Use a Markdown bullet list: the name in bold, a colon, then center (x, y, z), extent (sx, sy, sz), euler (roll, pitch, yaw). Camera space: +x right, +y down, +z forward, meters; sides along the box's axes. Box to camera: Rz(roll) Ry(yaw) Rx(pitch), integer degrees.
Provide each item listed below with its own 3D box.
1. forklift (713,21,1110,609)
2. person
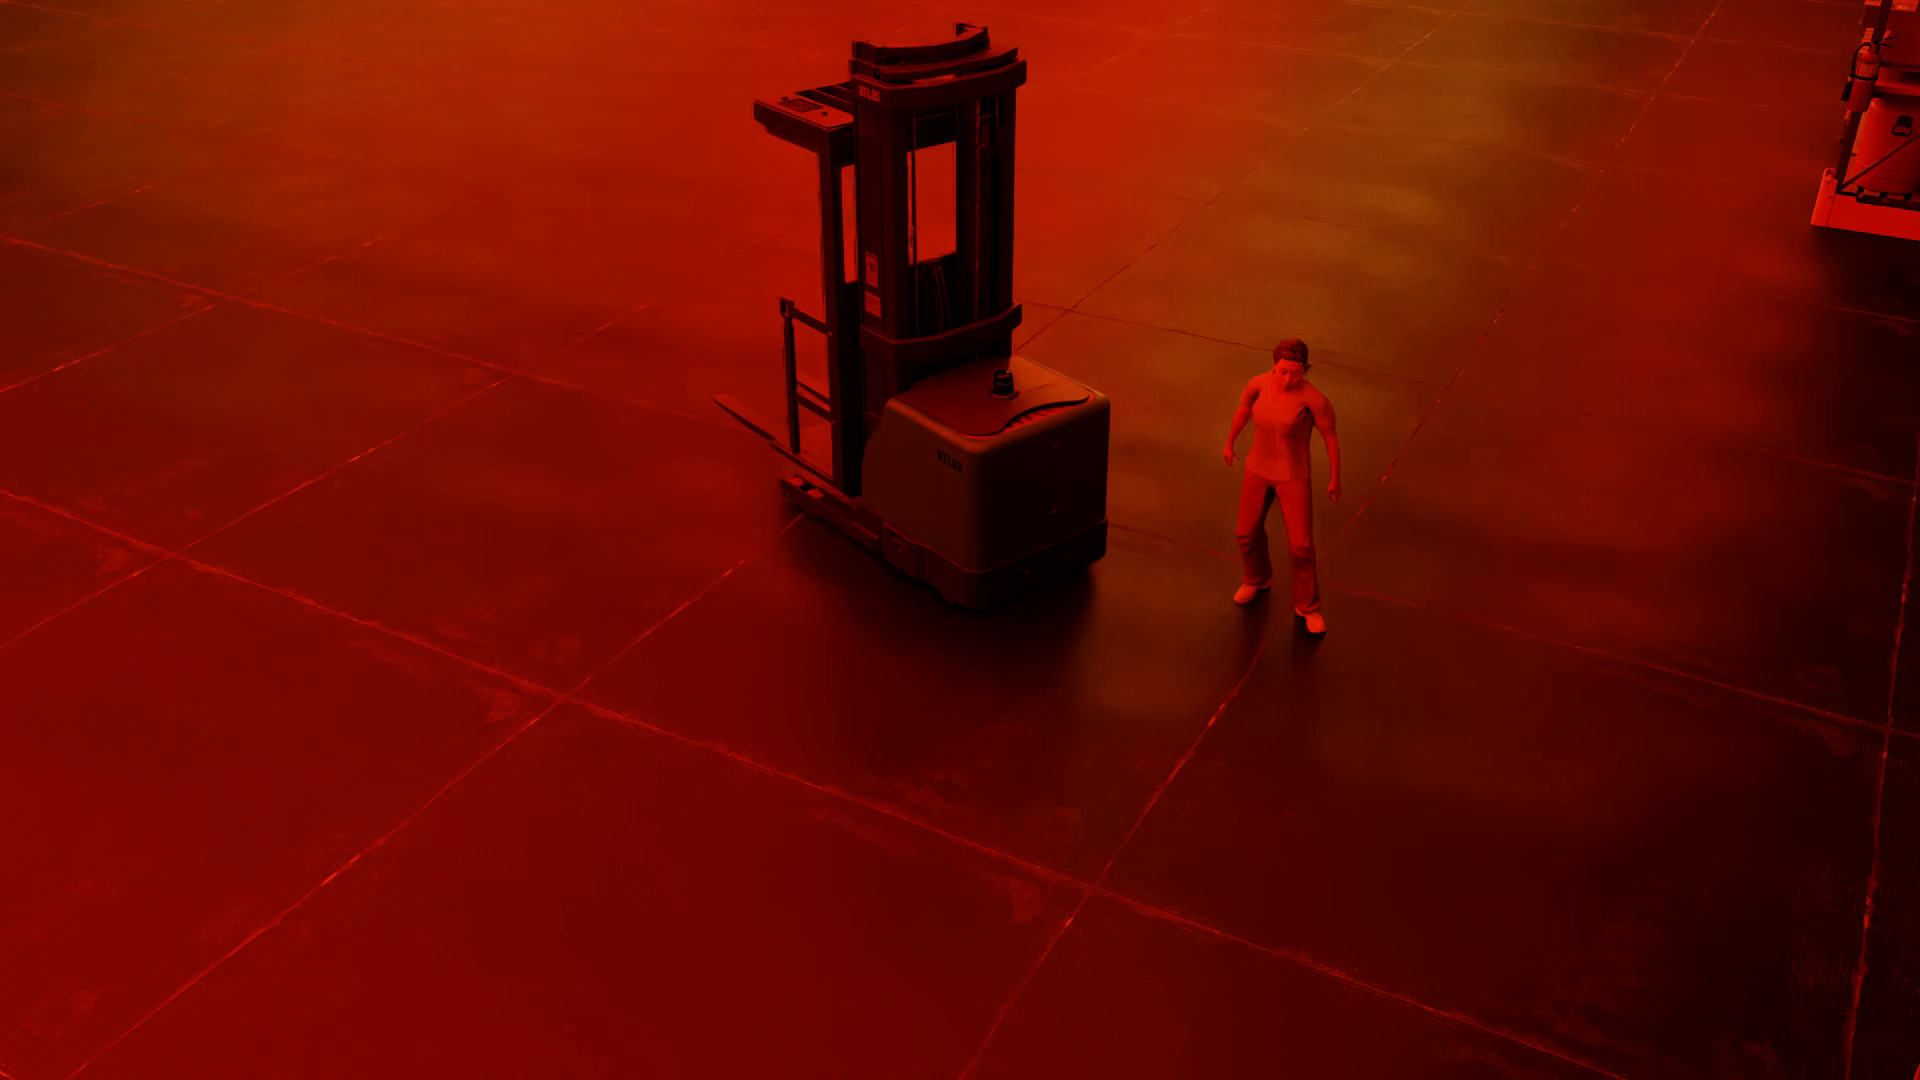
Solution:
- **forklift**: center (-0.461, -1.556, 9.766), extent (1.130, 2.935, 3.031), euler (-22, 37, -33)
- **person**: center (1.750, -0.350, 8.982), extent (0.790, 1.645, 0.383), euler (19, 35, 29)
